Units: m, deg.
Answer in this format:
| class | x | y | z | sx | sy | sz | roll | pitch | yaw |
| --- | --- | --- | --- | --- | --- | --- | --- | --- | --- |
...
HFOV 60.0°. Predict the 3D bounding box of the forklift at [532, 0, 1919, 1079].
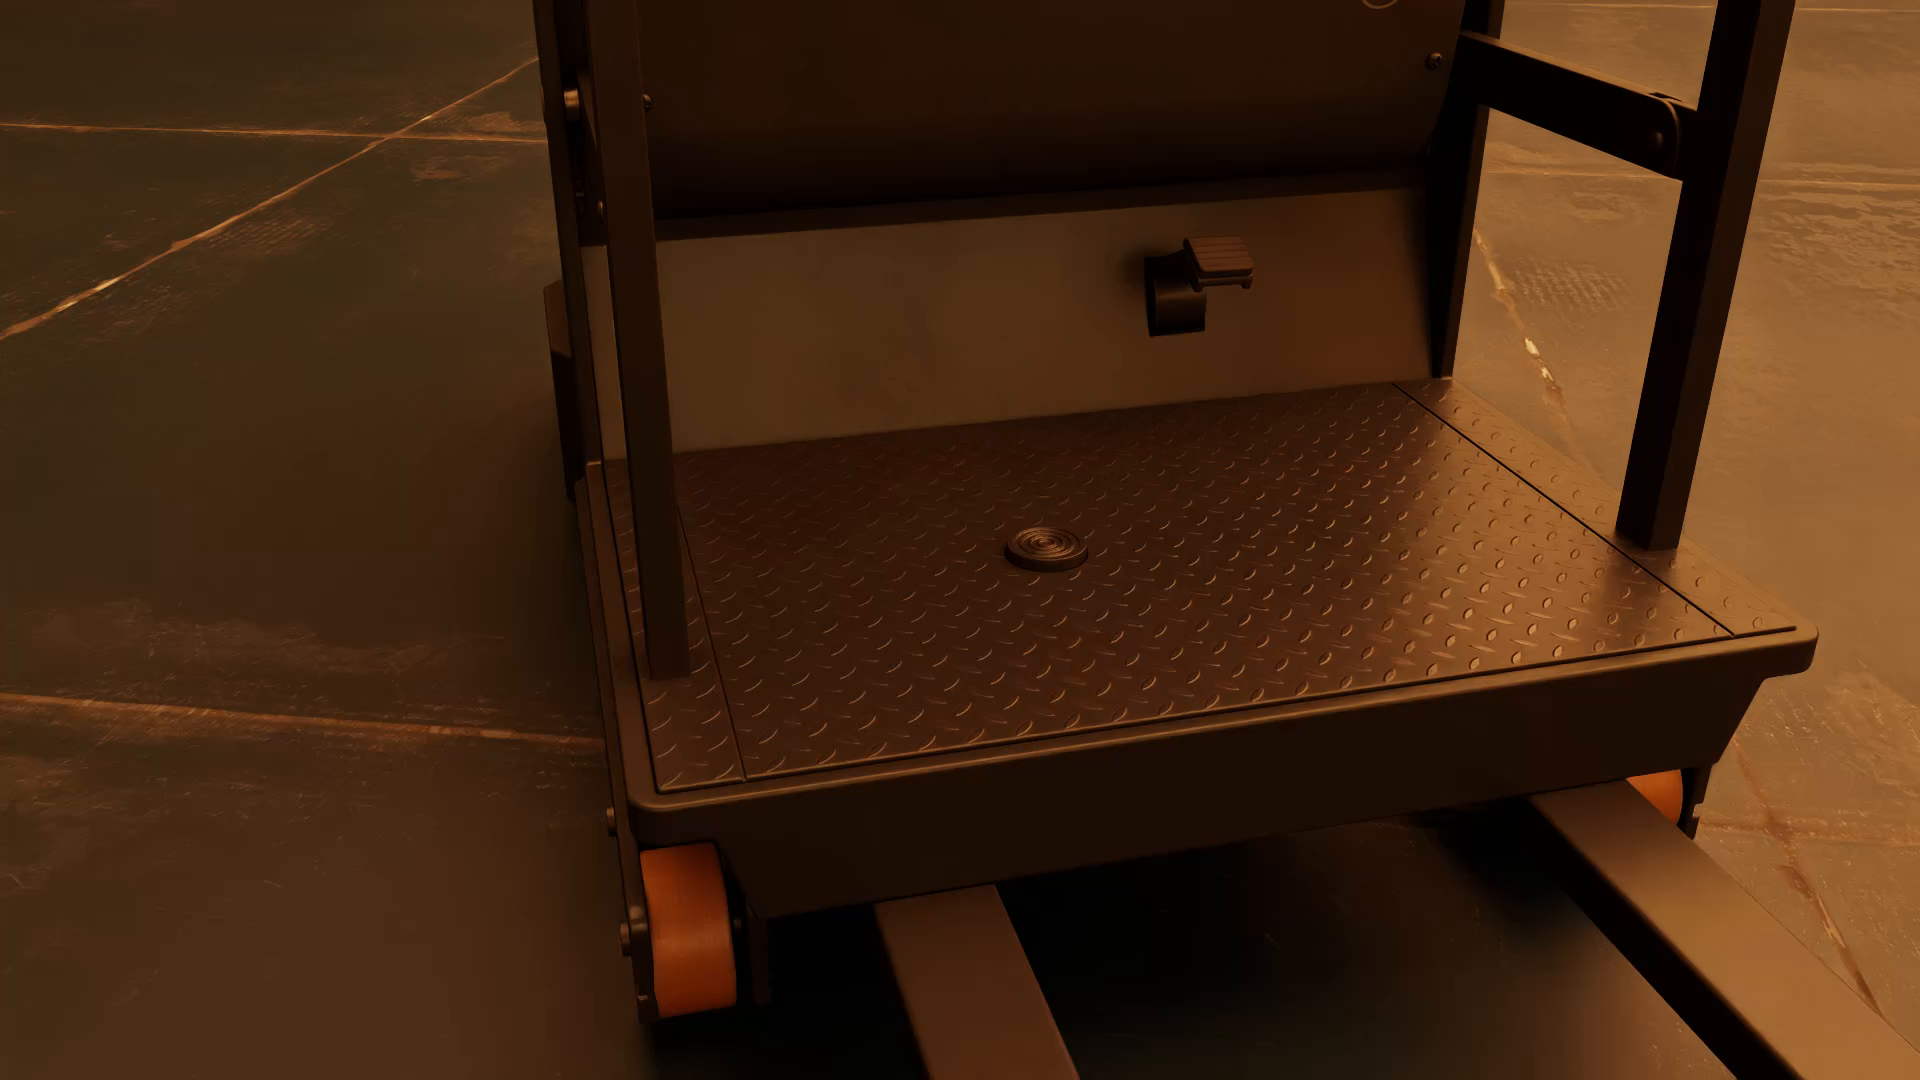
| class | x | y | z | sx | sy | sz | roll | pitch | yaw |
| --- | --- | --- | --- | --- | --- | --- | --- | --- | --- |
| forklift | 0.153 | -1.049 | 1.319 | 1.130 | 2.935 | 3.031 | -7 | 27 | -13 |
